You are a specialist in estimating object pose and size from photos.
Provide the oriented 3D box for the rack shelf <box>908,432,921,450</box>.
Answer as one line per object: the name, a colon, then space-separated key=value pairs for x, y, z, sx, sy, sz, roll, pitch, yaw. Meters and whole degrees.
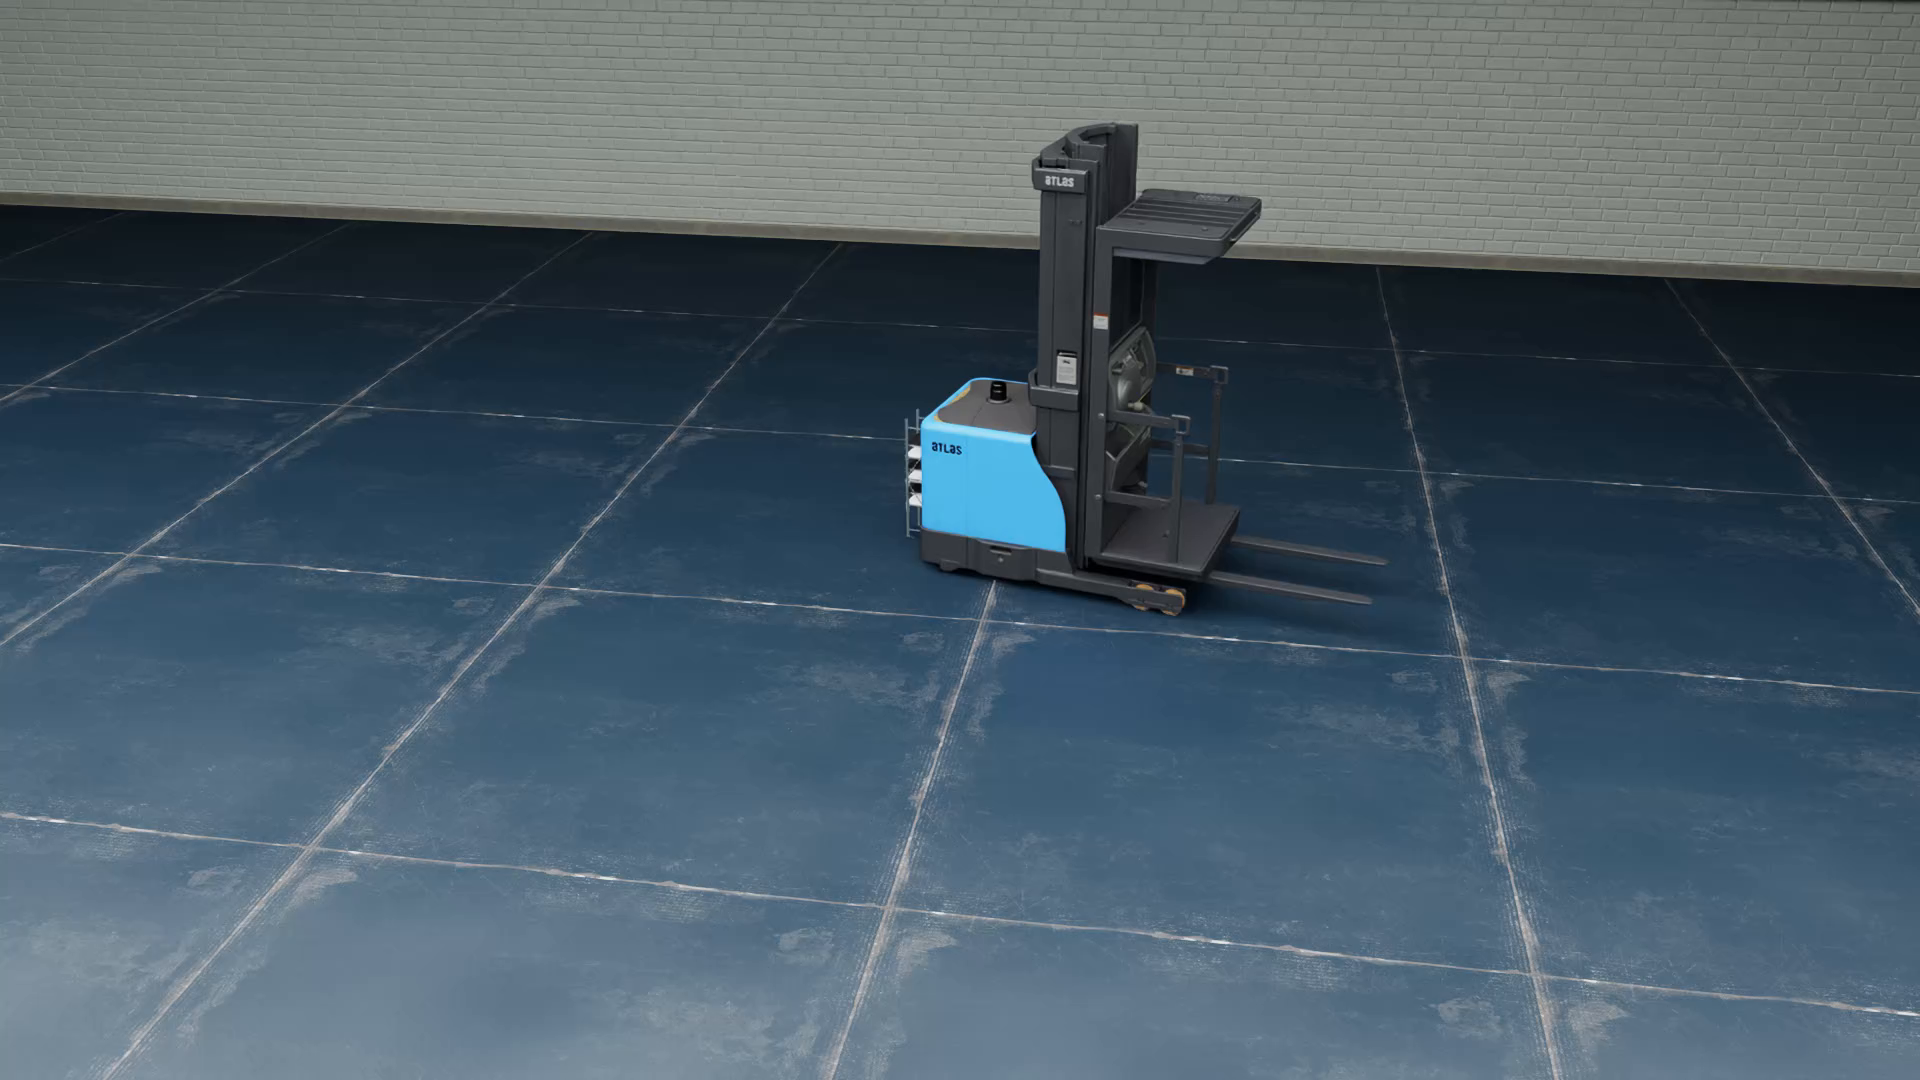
rack shelf: x=-0.230 y=-0.667 z=11.600 sx=0.258 sy=0.077 sz=0.200 roll=9 pitch=27 yaw=19

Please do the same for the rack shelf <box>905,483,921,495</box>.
rack shelf: x=-0.230 y=-0.341 z=11.753 sx=0.258 sy=0.077 sz=0.200 roll=9 pitch=27 yaw=19

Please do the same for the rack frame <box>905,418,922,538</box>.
rack frame: x=-0.266 y=-0.413 z=11.614 sx=0.240 sy=0.900 sz=0.006 roll=9 pitch=27 yaw=19

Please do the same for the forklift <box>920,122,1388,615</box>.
forklift: x=1.295 y=-1.096 z=10.678 sx=3.031 sy=2.935 sz=1.130 roll=10 pitch=27 yaw=20

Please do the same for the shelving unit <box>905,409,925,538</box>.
shelving unit: x=-0.230 y=-0.453 z=11.701 sx=0.258 sy=0.900 sz=0.210 roll=9 pitch=27 yaw=19

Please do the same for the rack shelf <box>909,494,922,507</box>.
rack shelf: x=-0.230 y=-0.260 z=11.791 sx=0.258 sy=0.077 sz=0.200 roll=9 pitch=27 yaw=19

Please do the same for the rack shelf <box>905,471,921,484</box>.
rack shelf: x=-0.230 y=-0.423 z=11.715 sx=0.258 sy=0.077 sz=0.200 roll=9 pitch=27 yaw=19

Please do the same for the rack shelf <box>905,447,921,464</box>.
rack shelf: x=-0.230 y=-0.586 z=11.638 sx=0.258 sy=0.077 sz=0.200 roll=9 pitch=27 yaw=19

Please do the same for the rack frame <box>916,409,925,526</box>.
rack frame: x=-0.194 y=-0.493 z=11.787 sx=0.240 sy=0.900 sz=0.006 roll=9 pitch=27 yaw=19

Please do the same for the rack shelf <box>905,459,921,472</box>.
rack shelf: x=-0.230 y=-0.504 z=11.677 sx=0.258 sy=0.077 sz=0.200 roll=9 pitch=27 yaw=19
